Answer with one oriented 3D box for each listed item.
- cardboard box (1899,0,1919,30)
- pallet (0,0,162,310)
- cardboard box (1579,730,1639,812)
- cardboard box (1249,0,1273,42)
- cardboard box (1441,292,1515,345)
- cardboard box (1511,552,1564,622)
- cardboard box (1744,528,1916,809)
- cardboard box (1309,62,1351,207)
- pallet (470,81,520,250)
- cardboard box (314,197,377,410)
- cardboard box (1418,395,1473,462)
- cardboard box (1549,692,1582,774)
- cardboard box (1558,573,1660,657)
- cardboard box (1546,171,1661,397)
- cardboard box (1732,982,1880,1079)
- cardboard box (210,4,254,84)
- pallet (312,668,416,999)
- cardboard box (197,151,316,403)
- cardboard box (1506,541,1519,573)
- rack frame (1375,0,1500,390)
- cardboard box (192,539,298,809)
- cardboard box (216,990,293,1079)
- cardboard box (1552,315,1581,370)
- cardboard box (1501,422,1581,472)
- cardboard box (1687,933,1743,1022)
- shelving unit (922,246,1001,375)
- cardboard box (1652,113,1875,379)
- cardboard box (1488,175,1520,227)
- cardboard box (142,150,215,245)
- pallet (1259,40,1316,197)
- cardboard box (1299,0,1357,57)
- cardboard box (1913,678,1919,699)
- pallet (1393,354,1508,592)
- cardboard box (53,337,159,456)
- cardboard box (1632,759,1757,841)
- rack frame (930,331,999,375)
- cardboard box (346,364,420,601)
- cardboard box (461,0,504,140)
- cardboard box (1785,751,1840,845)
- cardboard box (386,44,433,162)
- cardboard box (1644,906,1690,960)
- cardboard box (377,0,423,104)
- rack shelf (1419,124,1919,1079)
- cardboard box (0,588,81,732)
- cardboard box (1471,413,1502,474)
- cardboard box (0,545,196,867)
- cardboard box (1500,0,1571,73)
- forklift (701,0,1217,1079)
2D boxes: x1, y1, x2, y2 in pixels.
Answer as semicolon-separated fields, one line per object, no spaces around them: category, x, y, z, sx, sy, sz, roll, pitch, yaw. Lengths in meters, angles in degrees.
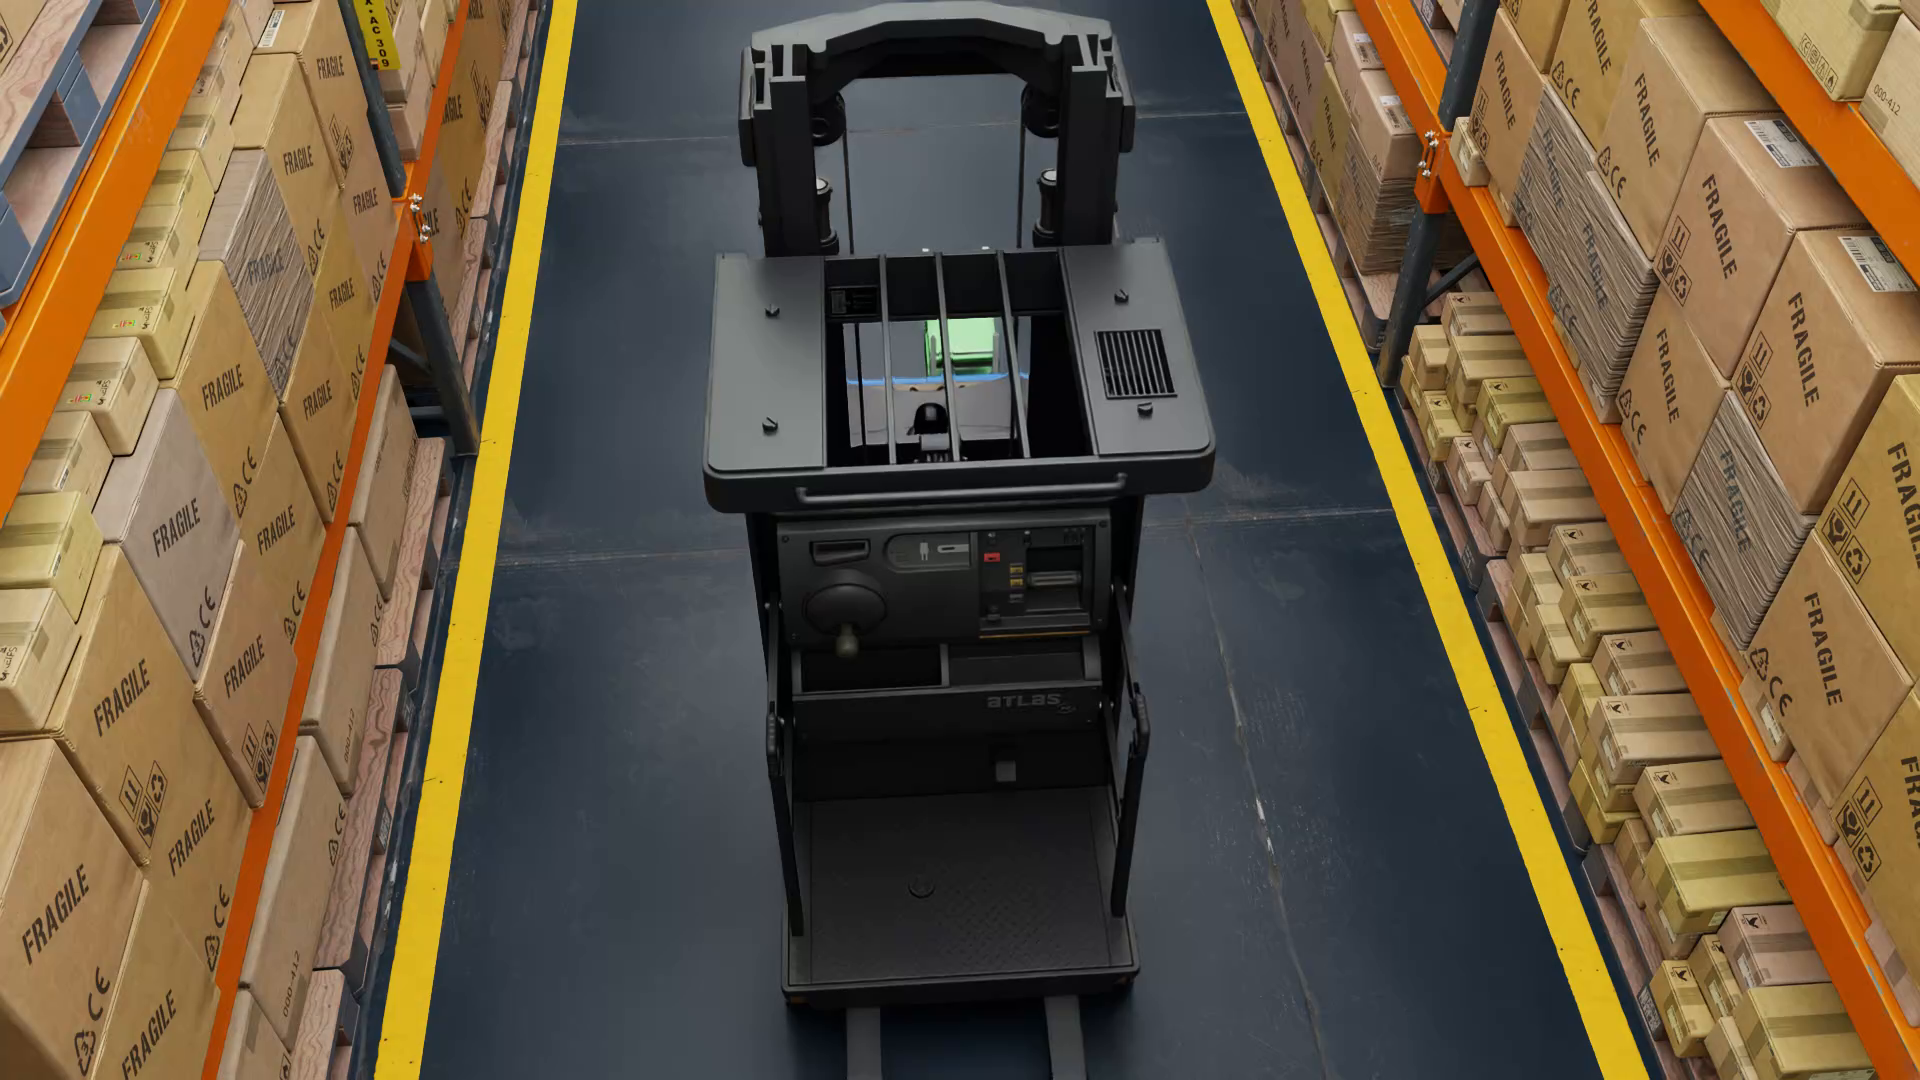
cardboard box;2.327;-1.090;3.409;0.500;0.250;0.500;-3;47;-3
pallet;-2.399;-0.927;3.558;1.003;0.211;1.213;-3;47;-3
cardboard box;2.273;0.740;5.453;0.380;0.149;0.250;-3;47;-3
cardboard box;1.884;-3.062;9.016;0.500;0.500;0.500;-3;47;-3
cardboard box;2.190;-0.880;6.782;0.380;0.149;0.250;-2;47;-2
cardboard box;2.224;0.176;5.987;0.380;0.149;0.250;-4;47;-4
cardboard box;2.371;0.301;4.125;0.500;0.500;0.500;-4;47;-4
cardboard box;2.012;-1.950;7.963;0.500;0.500;0.500;-4;47;-4
pallet;-2.801;-1.879;8.384;1.003;0.211;1.213;-3;47;-3
cardboard box;-2.214;-0.742;5.318;0.500;0.500;0.500;-5;47;-4
cardboard box;2.101;-0.462;6.796;0.380;0.149;0.250;-2;47;-2
cardboard box;2.272;0.654;5.739;0.380;0.149;0.250;-3;47;-3
cardboard box;2.296;0.252;5.710;0.380;0.149;0.250;-3;47;-3
cardboard box;2.213;-0.813;5.180;0.500;0.500;0.500;-4;47;-4
cardboard box;2.406;1.384;4.638;0.380;0.149;0.250;-3;47;-3
cardboard box;-2.288;-1.419;4.824;0.380;0.149;0.250;-3;47;-3
pallet;-2.465;0.999;5.659;1.003;0.211;1.213;-3;47;-3
cardboard box;-2.155;-0.718;4.607;0.500;0.500;0.500;-3;47;-3
cardboard box;2.302;0.088;6.275;0.380;0.149;0.250;-5;47;-5
rack frame;2.368;-1.774;6.364;1.000;3.000;0.127;-3;47;-3
cardboard box;-2.070;0.362;4.273;0.500;0.500;0.500;-4;47;-4
cardboard box;-2.376;1.760;4.493;0.875;0.438;0.875;-5;47;-5
cardboard box;2.209;-0.707;5.527;0.380;0.149;0.250;-3;47;-3
cardboard box;2.269;-0.310;6.243;0.380;0.149;0.250;-5;47;-4
cardboard box;2.406;1.297;4.925;0.380;0.149;0.250;-4;47;-4
shelving unit;-0.001;-0.481;6.379;0.258;1.200;0.503;-3;47;-3
cardboard box;2.274;-0.801;4.480;0.500;0.500;0.500;-5;47;-5
cardboard box;2.161;-1.280;6.069;0.380;0.149;0.250;-2;47;-2
cardboard box;-2.169;-0.869;4.302;0.380;0.149;0.250;-4;47;-4
pallet;2.196;-2.263;8.748;1.003;0.211;1.213;-3;47;-3
cardboard box;1.966;-2.594;8.057;0.500;0.250;0.500;-5;47;-5
cardboard box;2.417;0.324;3.415;0.500;0.500;0.500;-4;47;-4
pallet;2.459;-0.331;6.918;1.003;0.211;1.213;-3;47;-3
cardboard box;-2.069;-0.320;3.783;0.380;0.149;0.250;-3;47;-3
cardboard box;2.335;0.828;5.164;0.380;0.149;0.250;-5;47;-5
rack frame;0.015;-0.304;6.212;0.240;1.200;0.015;-3;47;-3
cardboard box;-2.611;-0.202;6.351;0.875;0.438;0.875;-4;47;-4
cardboard box;-2.846;-2.557;8.280;0.875;0.875;0.875;-3;47;-3
cardboard box;2.375;0.625;4.265;0.380;0.149;0.250;-4;47;-4
cardboard box;-2.330;-1.683;6.381;0.500;0.250;0.500;-4;47;-4
cardboard box;2.392;1.212;5.211;0.380;0.149;0.250;-4;47;-3
cardboard box;-2.312;-1.856;6.200;0.500;0.250;0.500;-5;47;-4
rack shelf;2.535;-0.079;5.255;1.077;0.370;4.000;-3;47;-3
cardboard box;-1.976;0.239;3.253;0.380;0.149;0.250;-2;47;-2
cardboard box;2.246;-0.407;6.539;0.380;0.149;0.250;-4;47;-4
cardboard box;-2.028;0.378;3.568;0.500;0.500;0.500;-5;47;-4
cardboard box;2.163;-1.913;5.533;0.500;0.500;0.500;-2;47;-2
forklift;-0.024;0.220;4.523;1.130;2.935;3.031;-3;47;-3
